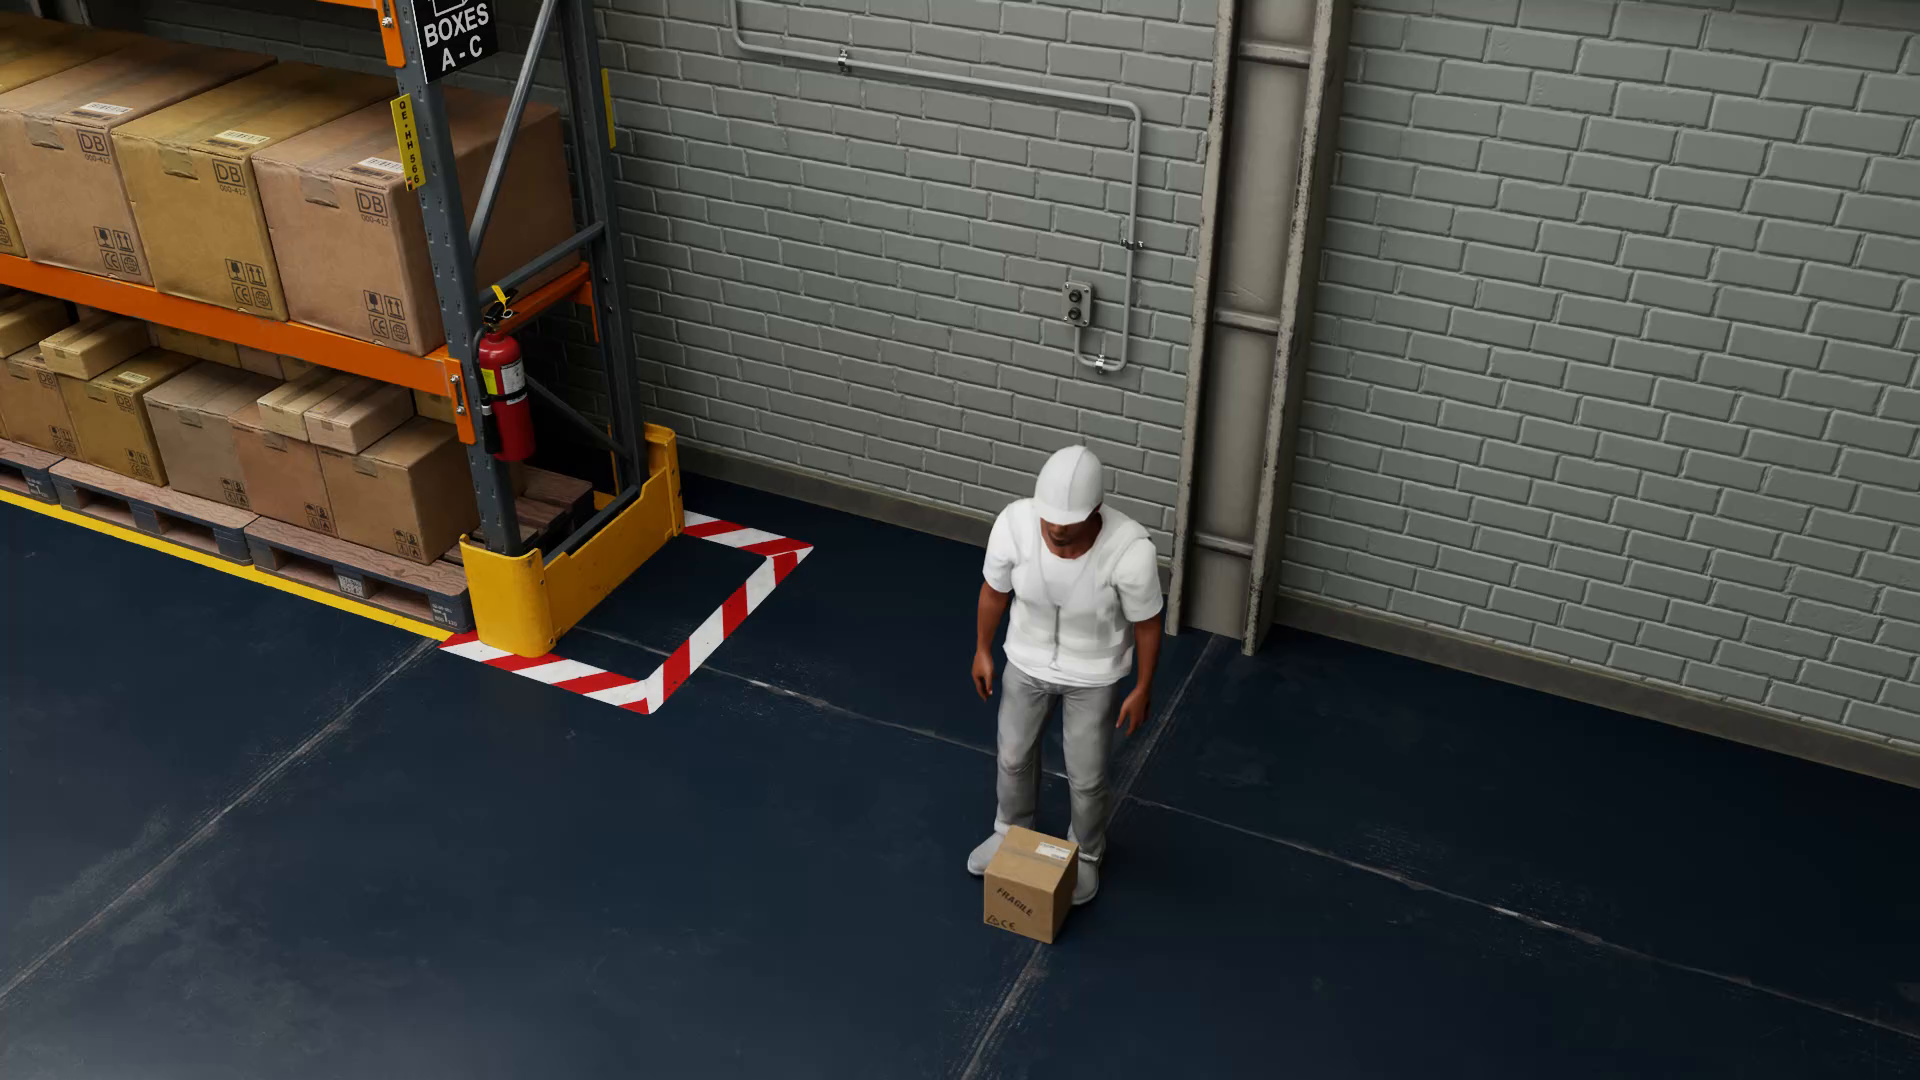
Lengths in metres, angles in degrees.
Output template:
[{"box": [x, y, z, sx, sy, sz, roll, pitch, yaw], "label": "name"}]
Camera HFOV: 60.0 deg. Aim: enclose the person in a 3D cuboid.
[{"box": [0.335, 0.143, 5.279, 0.624, 1.063, 0.463, 13, 36, 18], "label": "person"}]
